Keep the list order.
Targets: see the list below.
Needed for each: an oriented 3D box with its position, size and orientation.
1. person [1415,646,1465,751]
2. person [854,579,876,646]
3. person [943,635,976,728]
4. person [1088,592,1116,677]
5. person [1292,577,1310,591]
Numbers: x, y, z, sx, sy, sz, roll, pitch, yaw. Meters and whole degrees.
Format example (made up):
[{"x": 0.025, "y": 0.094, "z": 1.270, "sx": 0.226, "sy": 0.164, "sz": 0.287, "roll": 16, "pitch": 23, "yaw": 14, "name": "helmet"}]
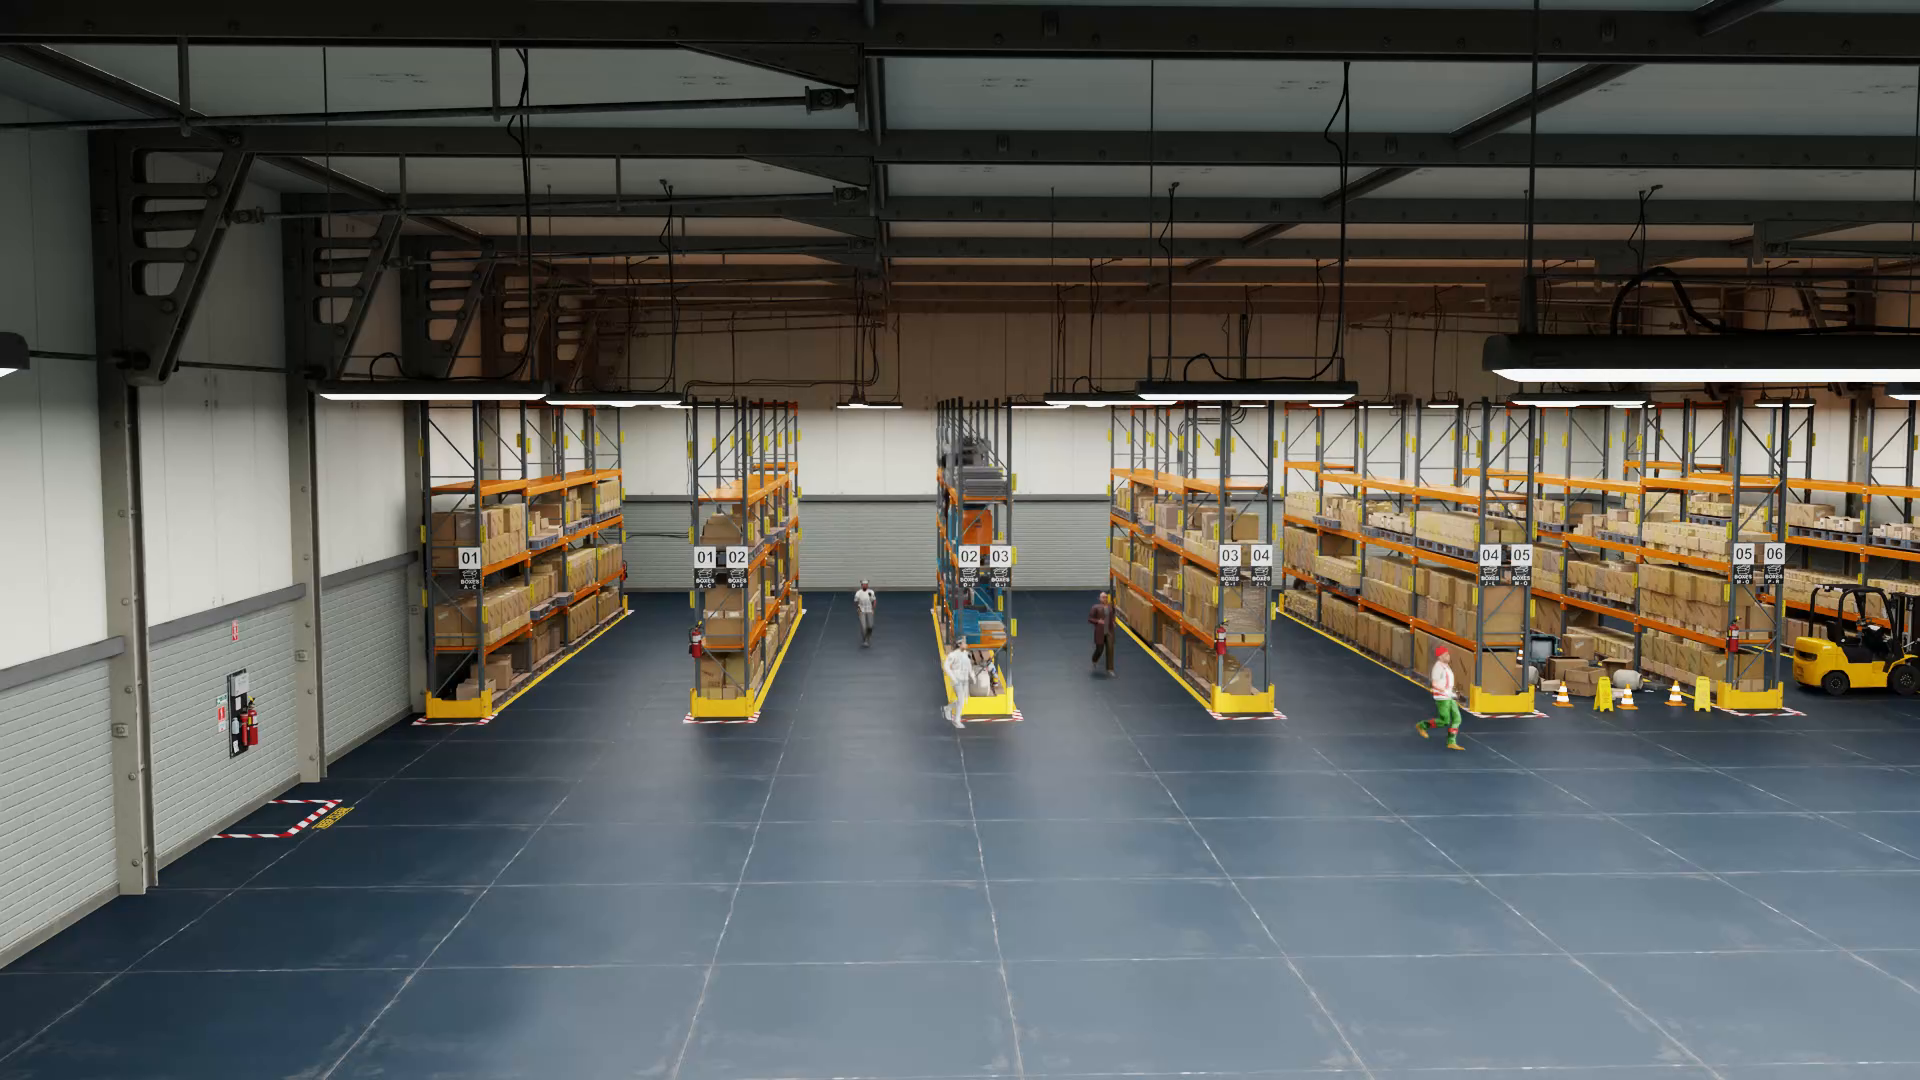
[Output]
[{"x": 8.188, "y": 2.677, "z": 28.274, "sx": 0.825, "sy": 1.754, "sz": 0.669, "roll": 3, "pitch": 5, "yaw": 33, "name": "person"}, {"x": -2.299, "y": 1.762, "z": 40.549, "sx": 0.550, "sy": 1.655, "sz": 0.544, "roll": -1, "pitch": 4, "yaw": -8, "name": "person"}, {"x": -0.025, "y": 2.567, "z": 30.377, "sx": 0.546, "sy": 1.659, "sz": 0.671, "roll": 4, "pitch": 6, "yaw": 44, "name": "person"}, {"x": 3.116, "y": 2.130, "z": 36.116, "sx": 0.710, "sy": 1.574, "sz": 1.049, "roll": -1, "pitch": 5, "yaw": -15, "name": "person"}, {"x": 10.037, "y": 1.090, "z": 49.080, "sx": 0.878, "sy": 1.679, "sz": 0.711, "roll": 3, "pitch": 5, "yaw": 35, "name": "person"}]
